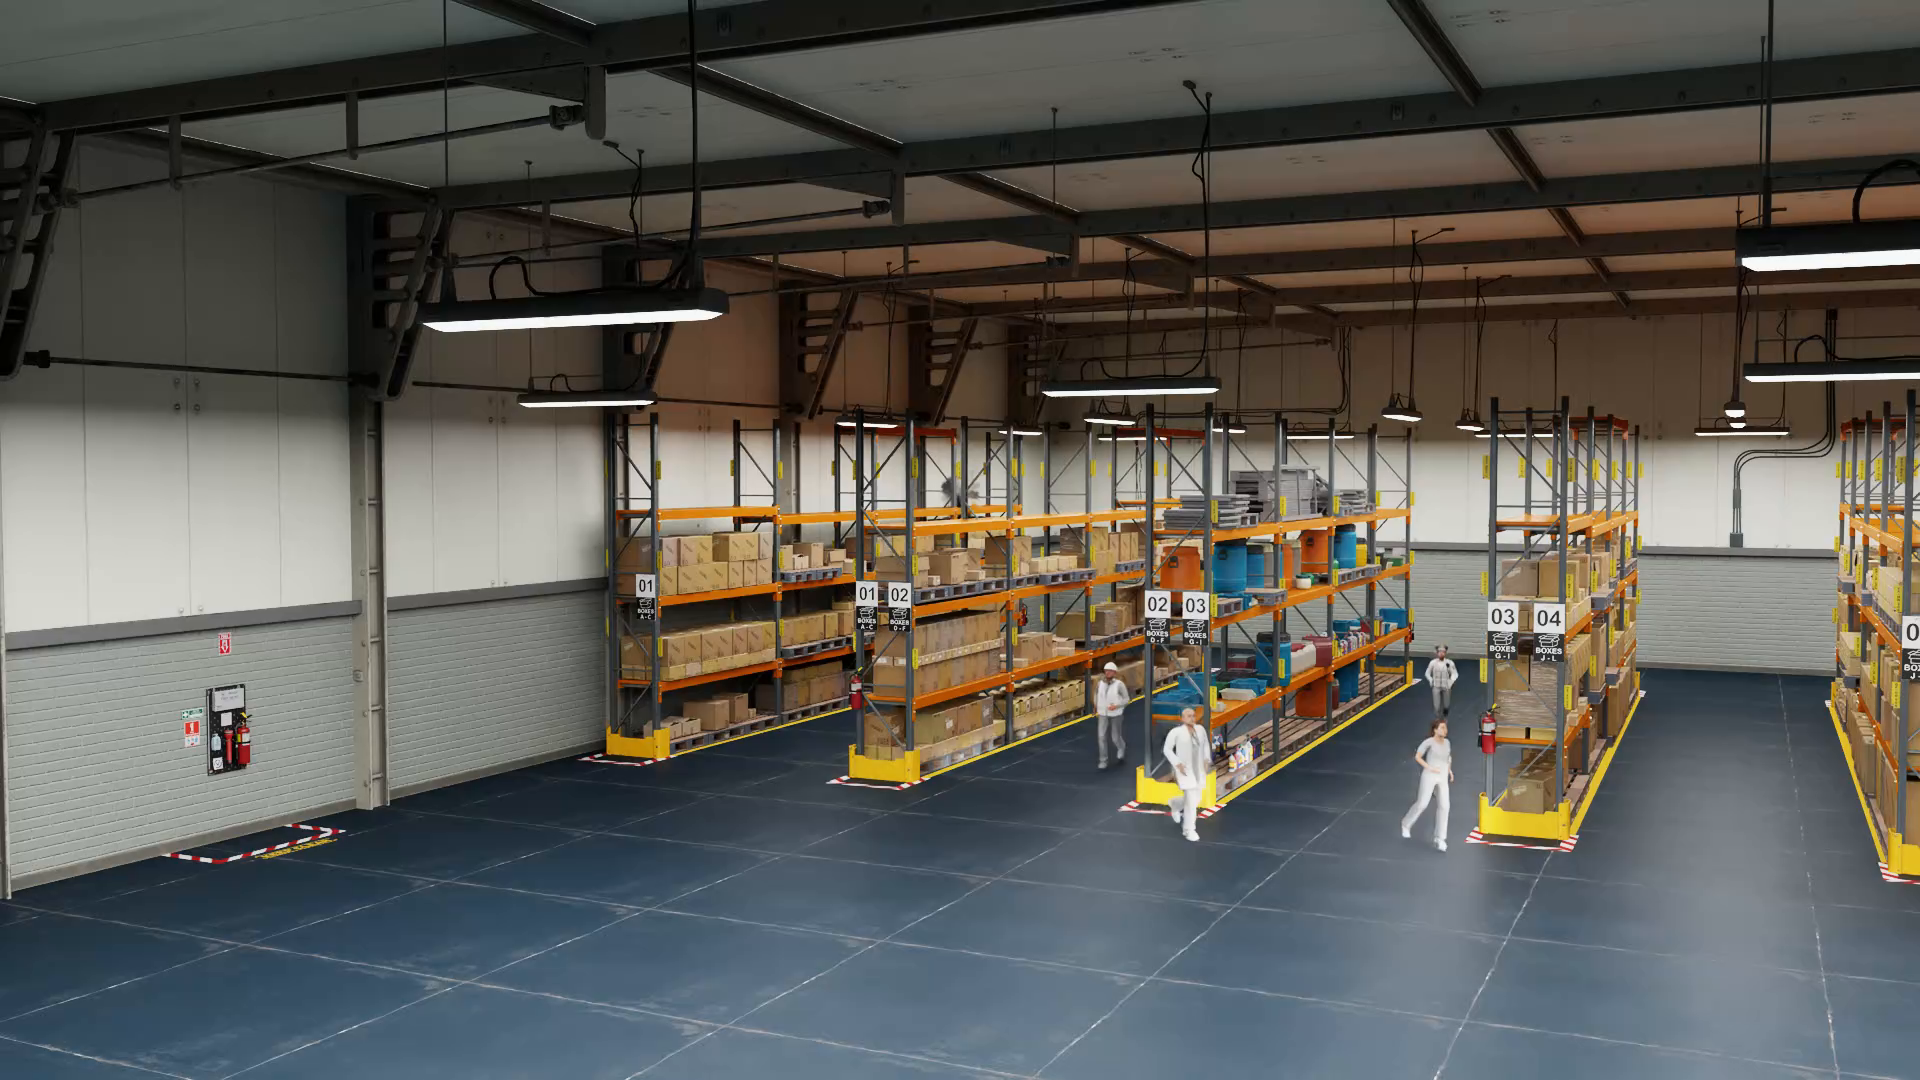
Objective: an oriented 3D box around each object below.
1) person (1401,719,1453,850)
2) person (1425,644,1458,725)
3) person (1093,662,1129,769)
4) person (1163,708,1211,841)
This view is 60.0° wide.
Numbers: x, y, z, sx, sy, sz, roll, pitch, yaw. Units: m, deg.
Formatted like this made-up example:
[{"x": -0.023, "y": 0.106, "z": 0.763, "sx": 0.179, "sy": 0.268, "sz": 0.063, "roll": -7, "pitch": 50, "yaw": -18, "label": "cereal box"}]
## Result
[{"x": 6.365, "y": 3.228, "z": 22.245, "sx": 0.646, "sy": 1.666, "sz": 0.913, "roll": -1, "pitch": 2, "yaw": -16, "label": "person"}, {"x": 9.262, "y": 2.832, "z": 32.012, "sx": 0.613, "sy": 1.642, "sz": 0.576, "roll": 1, "pitch": 3, "yaw": 17, "label": "person"}, {"x": 2.534, "y": 2.934, "z": 28.043, "sx": 0.684, "sy": 1.750, "sz": 0.908, "roll": 1, "pitch": 3, "yaw": 24, "label": "person"}, {"x": 3.093, "y": 3.172, "z": 22.791, "sx": 0.724, "sy": 1.774, "sz": 0.764, "roll": -1, "pitch": 3, "yaw": -25, "label": "person"}]
